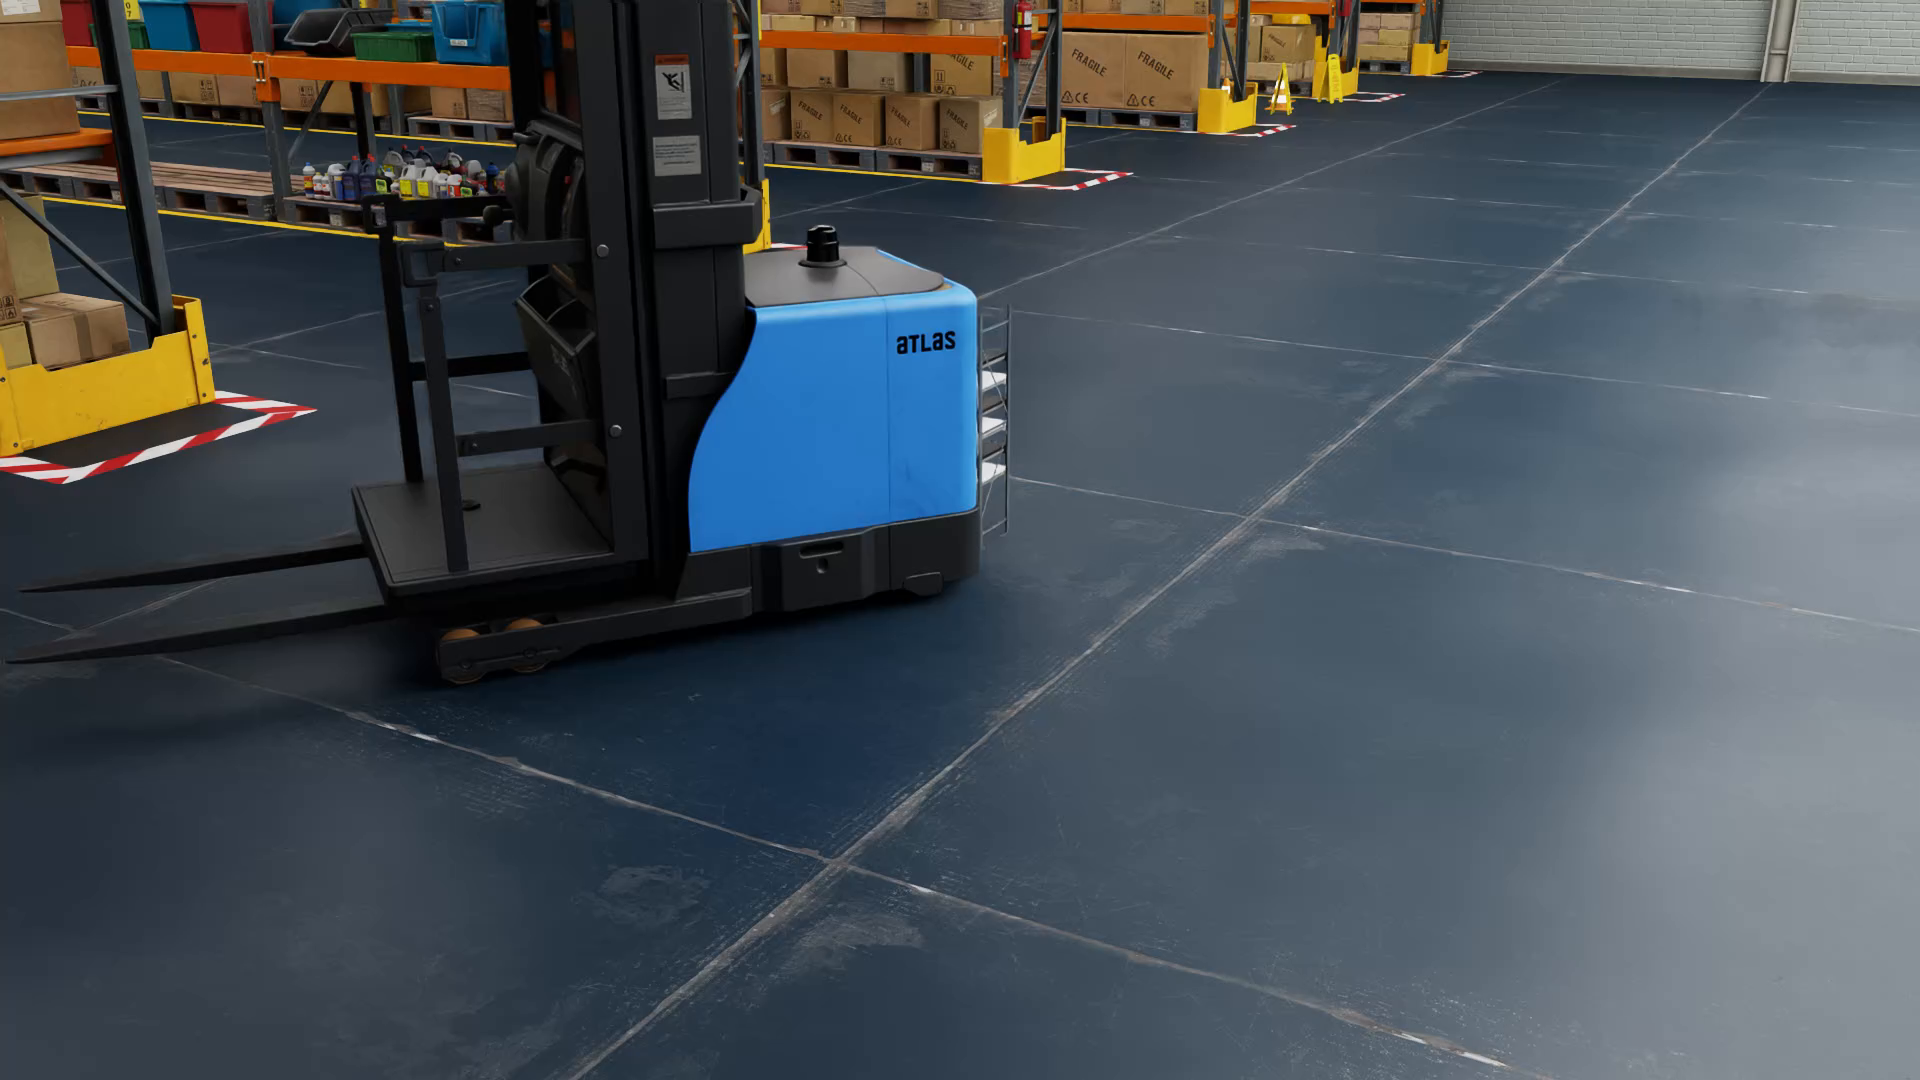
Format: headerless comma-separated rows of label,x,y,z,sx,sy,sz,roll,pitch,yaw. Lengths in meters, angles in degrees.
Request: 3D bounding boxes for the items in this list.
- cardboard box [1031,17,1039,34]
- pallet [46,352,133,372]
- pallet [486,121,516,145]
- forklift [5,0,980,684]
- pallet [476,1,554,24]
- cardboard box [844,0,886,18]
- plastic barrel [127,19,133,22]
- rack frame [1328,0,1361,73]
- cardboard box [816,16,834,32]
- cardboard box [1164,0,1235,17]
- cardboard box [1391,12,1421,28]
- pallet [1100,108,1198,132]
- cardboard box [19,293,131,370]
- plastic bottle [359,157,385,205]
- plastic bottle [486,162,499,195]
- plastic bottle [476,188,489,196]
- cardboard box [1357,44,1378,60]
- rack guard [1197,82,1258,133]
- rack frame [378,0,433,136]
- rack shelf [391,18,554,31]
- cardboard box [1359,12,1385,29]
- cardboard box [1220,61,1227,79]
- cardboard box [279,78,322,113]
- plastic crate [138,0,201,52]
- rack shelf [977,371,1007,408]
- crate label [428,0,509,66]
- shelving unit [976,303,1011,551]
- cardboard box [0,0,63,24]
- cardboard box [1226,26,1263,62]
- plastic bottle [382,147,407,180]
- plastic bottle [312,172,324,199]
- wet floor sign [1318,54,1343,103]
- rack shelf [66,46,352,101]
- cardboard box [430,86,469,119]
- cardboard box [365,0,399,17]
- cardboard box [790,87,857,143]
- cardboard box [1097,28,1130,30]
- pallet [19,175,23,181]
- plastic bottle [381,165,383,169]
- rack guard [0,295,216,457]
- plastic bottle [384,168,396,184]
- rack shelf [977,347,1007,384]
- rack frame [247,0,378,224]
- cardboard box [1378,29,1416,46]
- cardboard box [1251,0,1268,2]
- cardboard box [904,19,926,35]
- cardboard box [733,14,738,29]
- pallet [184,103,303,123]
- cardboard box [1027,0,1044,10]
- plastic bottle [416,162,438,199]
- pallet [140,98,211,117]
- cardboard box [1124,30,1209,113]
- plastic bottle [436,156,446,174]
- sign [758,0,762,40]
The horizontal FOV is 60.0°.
cardboard box,0.556,-4.923,15.906,0.250,0.149,0.380,11,23,27
pallet,-4.833,-0.778,8.200,1.213,0.211,1.003,11,23,27
pallet,-4.553,-4.608,18.760,1.213,0.211,1.003,11,23,27
forklift,-1.490,-1.138,5.204,3.031,2.935,1.130,-9,22,-23
pallet,-4.547,-5.846,18.363,1.213,0.211,1.003,11,23,27
cardboard box,-0.688,-5.352,16.139,0.500,0.500,0.875,11,23,27
plastic barrel,-7.341,-4.653,14.631,0.421,0.512,0.421,0,20,0
rack frame,5.522,-7.873,23.670,0.127,3.000,1.000,11,23,27
cardboard box,-1.206,-5.071,16.314,0.250,0.149,0.380,11,23,27
cardboard box,2.850,-6.501,19.668,0.550,0.550,0.875,11,23,27
cardboard box,7.612,-8.862,28.348,0.500,0.250,0.500,10,22,26
pallet,2.460,-5.181,20.339,1.213,0.211,1.003,11,23,27
cardboard box,-4.505,-1.034,8.234,0.500,0.250,0.500,11,23,27
plastic bottle,-4.551,-2.786,12.885,0.185,0.351,0.144,10,22,25
plastic bottle,-3.721,-2.874,13.245,0.097,0.271,0.097,0,20,0
plastic bottle,-3.544,-2.514,12.356,0.097,0.201,0.097,0,20,0
cardboard box,6.946,-8.325,28.334,0.500,0.250,0.500,11,23,27
rack guard,3.217,-5.203,19.976,0.348,0.500,1.175,11,23,27
rack frame,-6.295,-6.253,19.204,0.127,3.000,1.000,11,23,27
rack shelf,-4.549,-5.582,18.410,4.000,0.370,1.077,11,23,27
cardboard box,6.937,-8.793,28.156,0.500,0.250,0.500,11,23,28
cardboard box,3.777,-7.006,24.696,0.500,0.250,0.500,10,22,25
cardboard box,-7.662,-5.723,20.243,0.875,0.875,1.225,11,23,27
plastic crate,-6.333,-4.197,13.559,0.575,0.384,0.392,11,23,27
rack shelf,0.039,-0.570,6.186,0.200,0.077,0.258,11,23,27
crate label,-3.465,-3.690,12.088,0.616,0.435,0.502,11,23,27
shelving unit,0.039,-0.432,6.236,0.210,0.900,0.258,11,23,27
cardboard box,-4.383,-2.455,7.637,0.250,0.149,0.380,11,22,27
cardboard box,4.238,-7.271,24.329,0.500,0.500,0.500,12,23,29
plastic bottle,-4.586,-3.011,13.505,0.185,0.351,0.144,11,23,27
plastic bottle,-5.065,-2.804,13.155,0.097,0.201,0.097,0,20,0
wet floor sign,5.166,-6.416,23.106,0.267,0.644,0.232,-16,26,-38
rack shelf,-6.965,-4.108,14.345,4.000,0.370,1.077,11,23,27
cardboard box,-5.700,-5.179,19.265,0.500,0.500,0.700,10,22,24
cardboard box,-6.847,-6.308,19.210,0.500,0.500,0.500,12,23,29
cardboard box,-1.389,-4.359,17.032,0.500,0.500,0.500,9,22,23
cardboard box,2.413,-7.617,25.281,0.500,0.500,0.500,12,23,30
pallet,-9.419,-3.586,15.942,1.213,0.211,1.003,11,23,27
plastic bottle,-4.750,-3.037,13.797,0.097,0.201,0.097,0,20,0
rack guard,-4.124,-0.795,7.824,0.348,0.500,1.175,11,23,27
plastic bottle,-4.405,-2.735,12.862,0.097,0.271,0.097,0,20,0
rack shelf,0.039,-0.654,6.155,0.200,0.077,0.258,11,23,27
rack frame,-5.219,-4.113,13.306,0.127,3.000,1.000,11,23,27
cardboard box,7.362,-8.479,28.024,0.500,0.250,0.500,10,22,27
cardboard box,4.363,-7.845,23.962,0.250,0.149,0.380,11,23,28
cardboard box,-0.333,-4.905,15.856,0.250,0.149,0.380,11,23,27
cardboard box,-2.096,-5.227,16.744,0.250,0.149,0.380,11,23,27
pallet,-9.077,-5.501,21.222,1.213,0.211,1.003,11,23,27
cardboard box,0.937,-6.851,20.632,0.550,0.550,0.875,11,23,27
plastic bottle,-4.018,-2.684,12.605,0.185,0.351,0.144,12,23,30
pallet,-10.413,-5.757,21.926,1.213,0.211,1.003,11,23,27
cardboard box,2.572,-5.674,20.108,0.875,0.875,0.875,11,23,28
plastic bottle,-4.186,-2.975,13.507,0.133,0.283,0.061,13,23,31
sign,-1.454,-3.741,11.874,0.005,0.325,0.100,11,23,27
